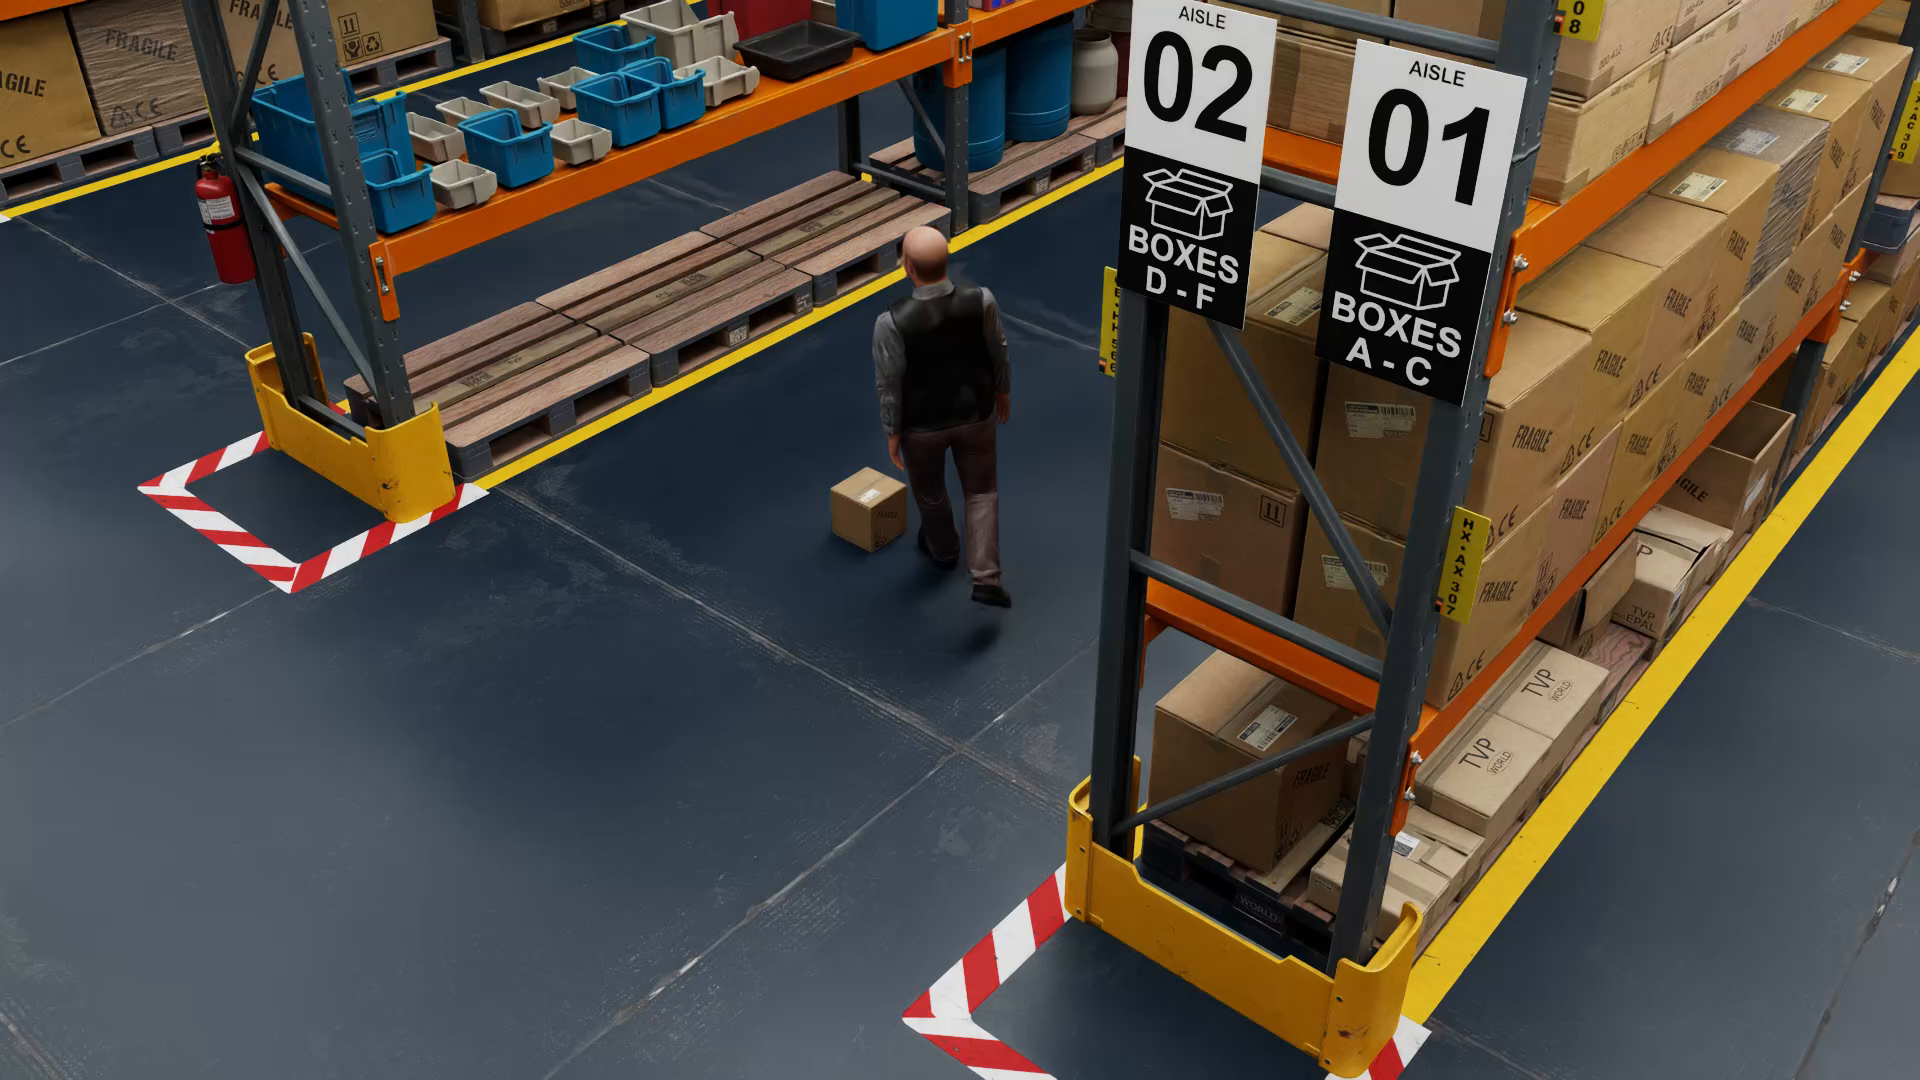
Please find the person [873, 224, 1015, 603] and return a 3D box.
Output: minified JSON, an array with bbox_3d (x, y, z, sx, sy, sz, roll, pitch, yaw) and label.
[{"bbox_3d":[-0.051,-0.490,6.871,0.603,1.710,0.829,-10,36,-14],"label":"person"}]
